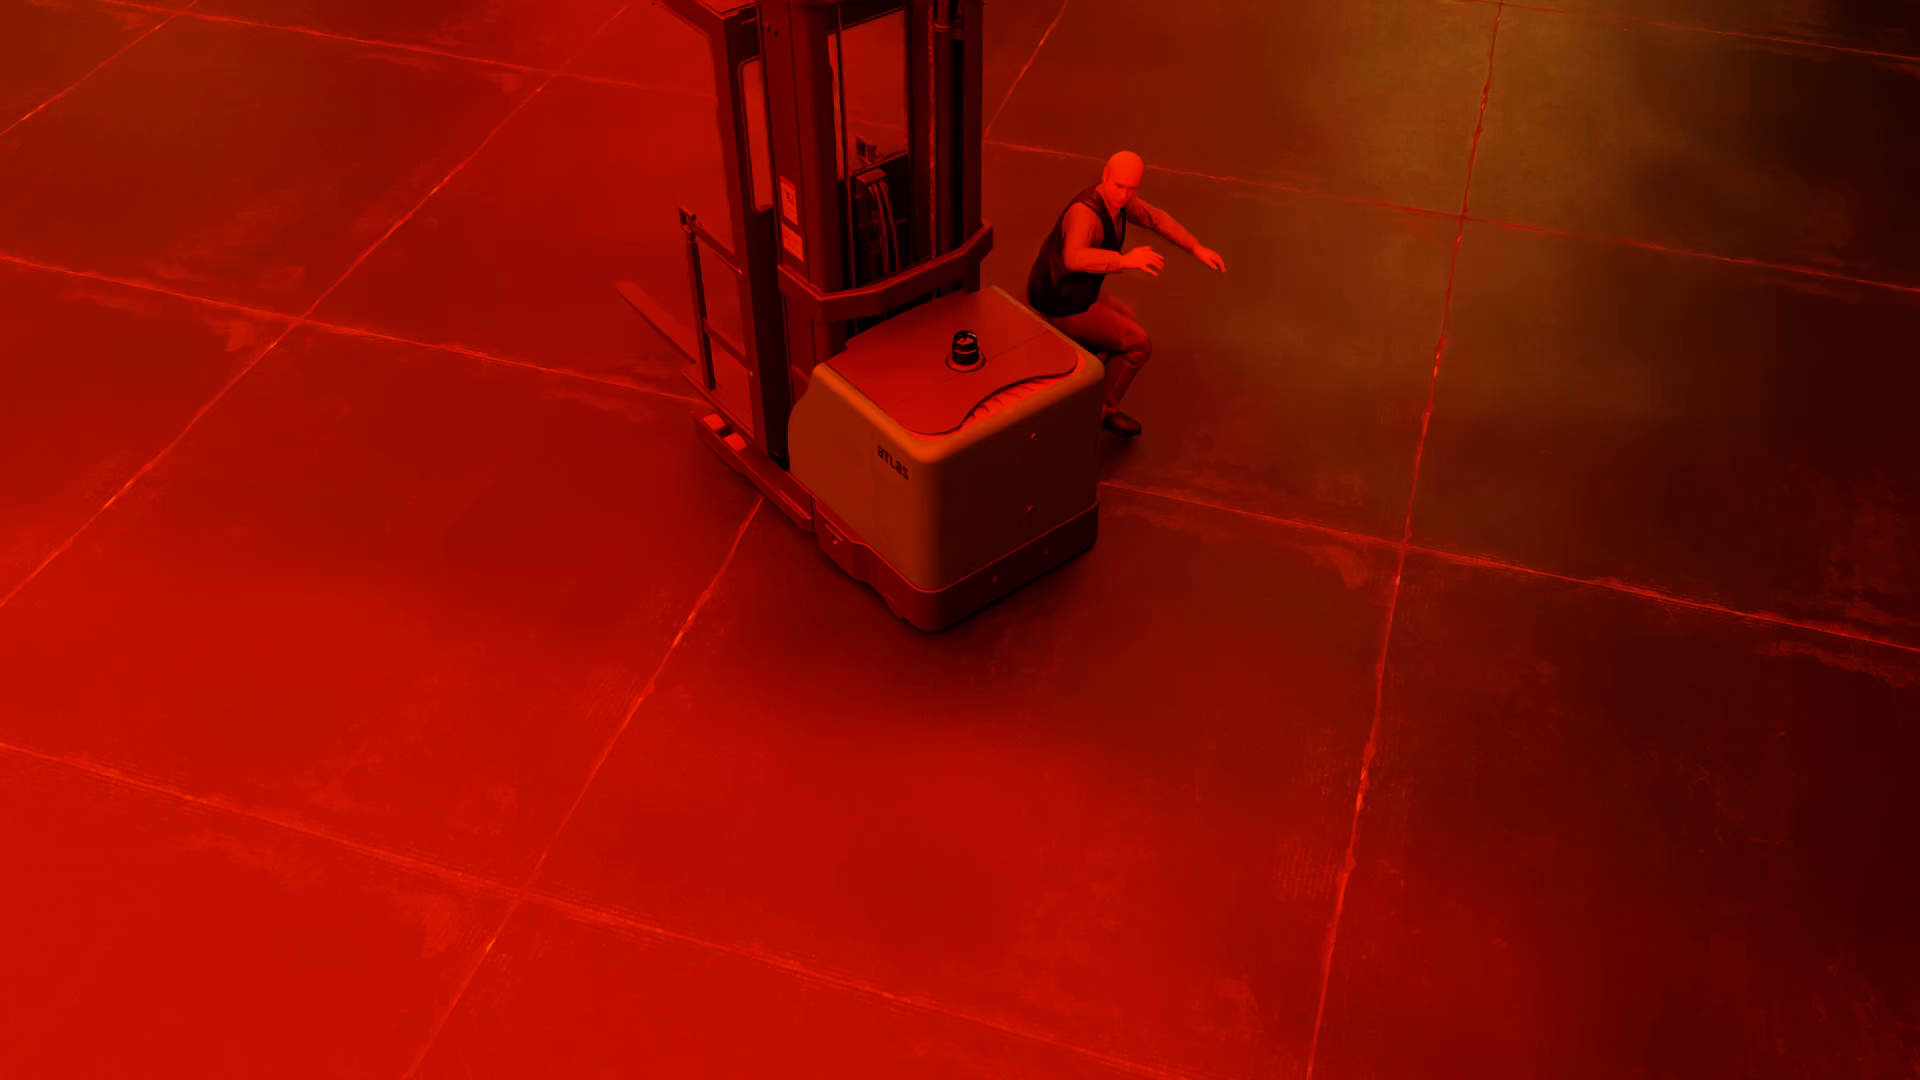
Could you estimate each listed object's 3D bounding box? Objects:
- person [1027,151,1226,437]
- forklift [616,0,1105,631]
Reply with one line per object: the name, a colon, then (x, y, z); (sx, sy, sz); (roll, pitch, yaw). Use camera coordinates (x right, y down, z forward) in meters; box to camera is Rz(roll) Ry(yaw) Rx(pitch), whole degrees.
person: (0.797, -1.184, 8.030); (0.958, 1.453, 0.767); (5, 43, 5)
forklift: (-0.667, -1.622, 7.432); (1.130, 2.935, 3.031); (-28, 50, -27)
